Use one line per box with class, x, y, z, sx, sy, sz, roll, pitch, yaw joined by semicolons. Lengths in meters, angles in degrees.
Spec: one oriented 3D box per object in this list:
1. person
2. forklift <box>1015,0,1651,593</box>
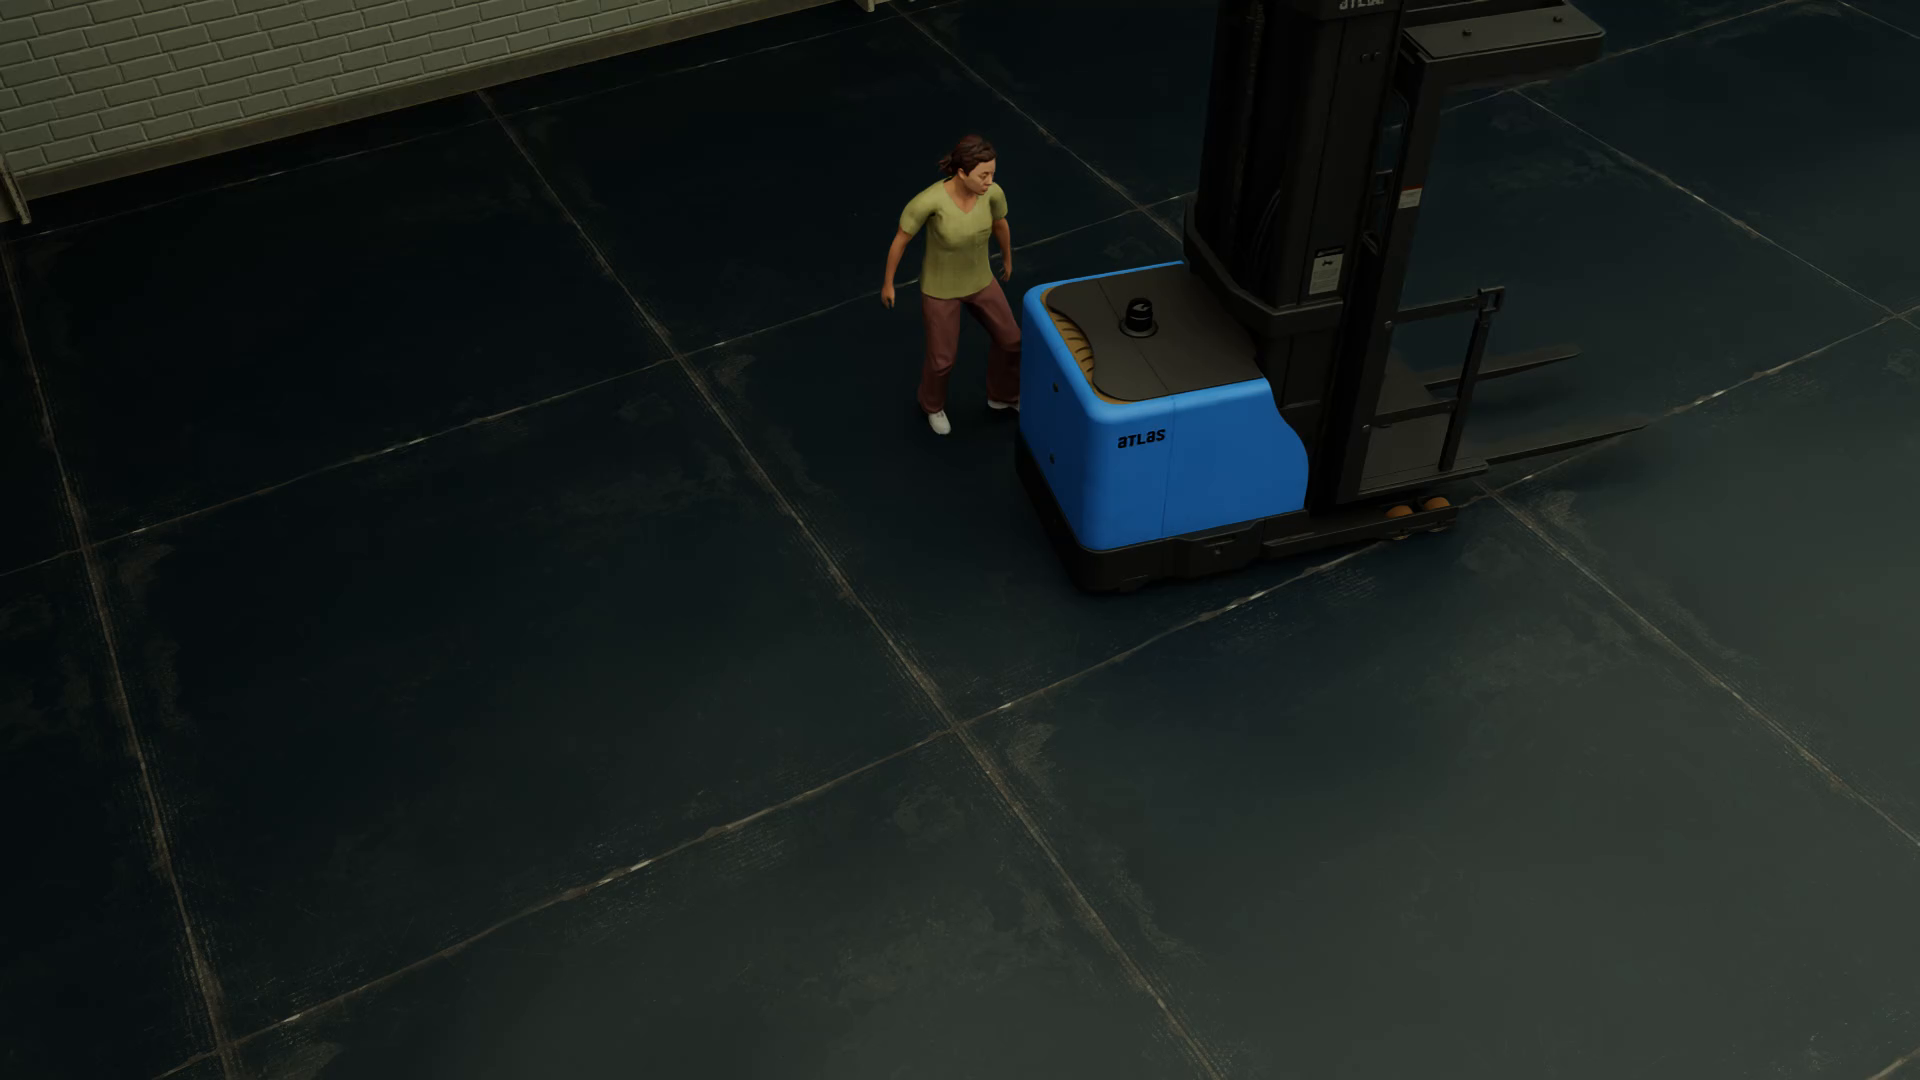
person;0.016;-1.235;7.992;0.801;1.645;0.391;-17;46;-18
forklift;1.844;-1.409;7.217;3.031;2.935;1.130;-12;44;-12
